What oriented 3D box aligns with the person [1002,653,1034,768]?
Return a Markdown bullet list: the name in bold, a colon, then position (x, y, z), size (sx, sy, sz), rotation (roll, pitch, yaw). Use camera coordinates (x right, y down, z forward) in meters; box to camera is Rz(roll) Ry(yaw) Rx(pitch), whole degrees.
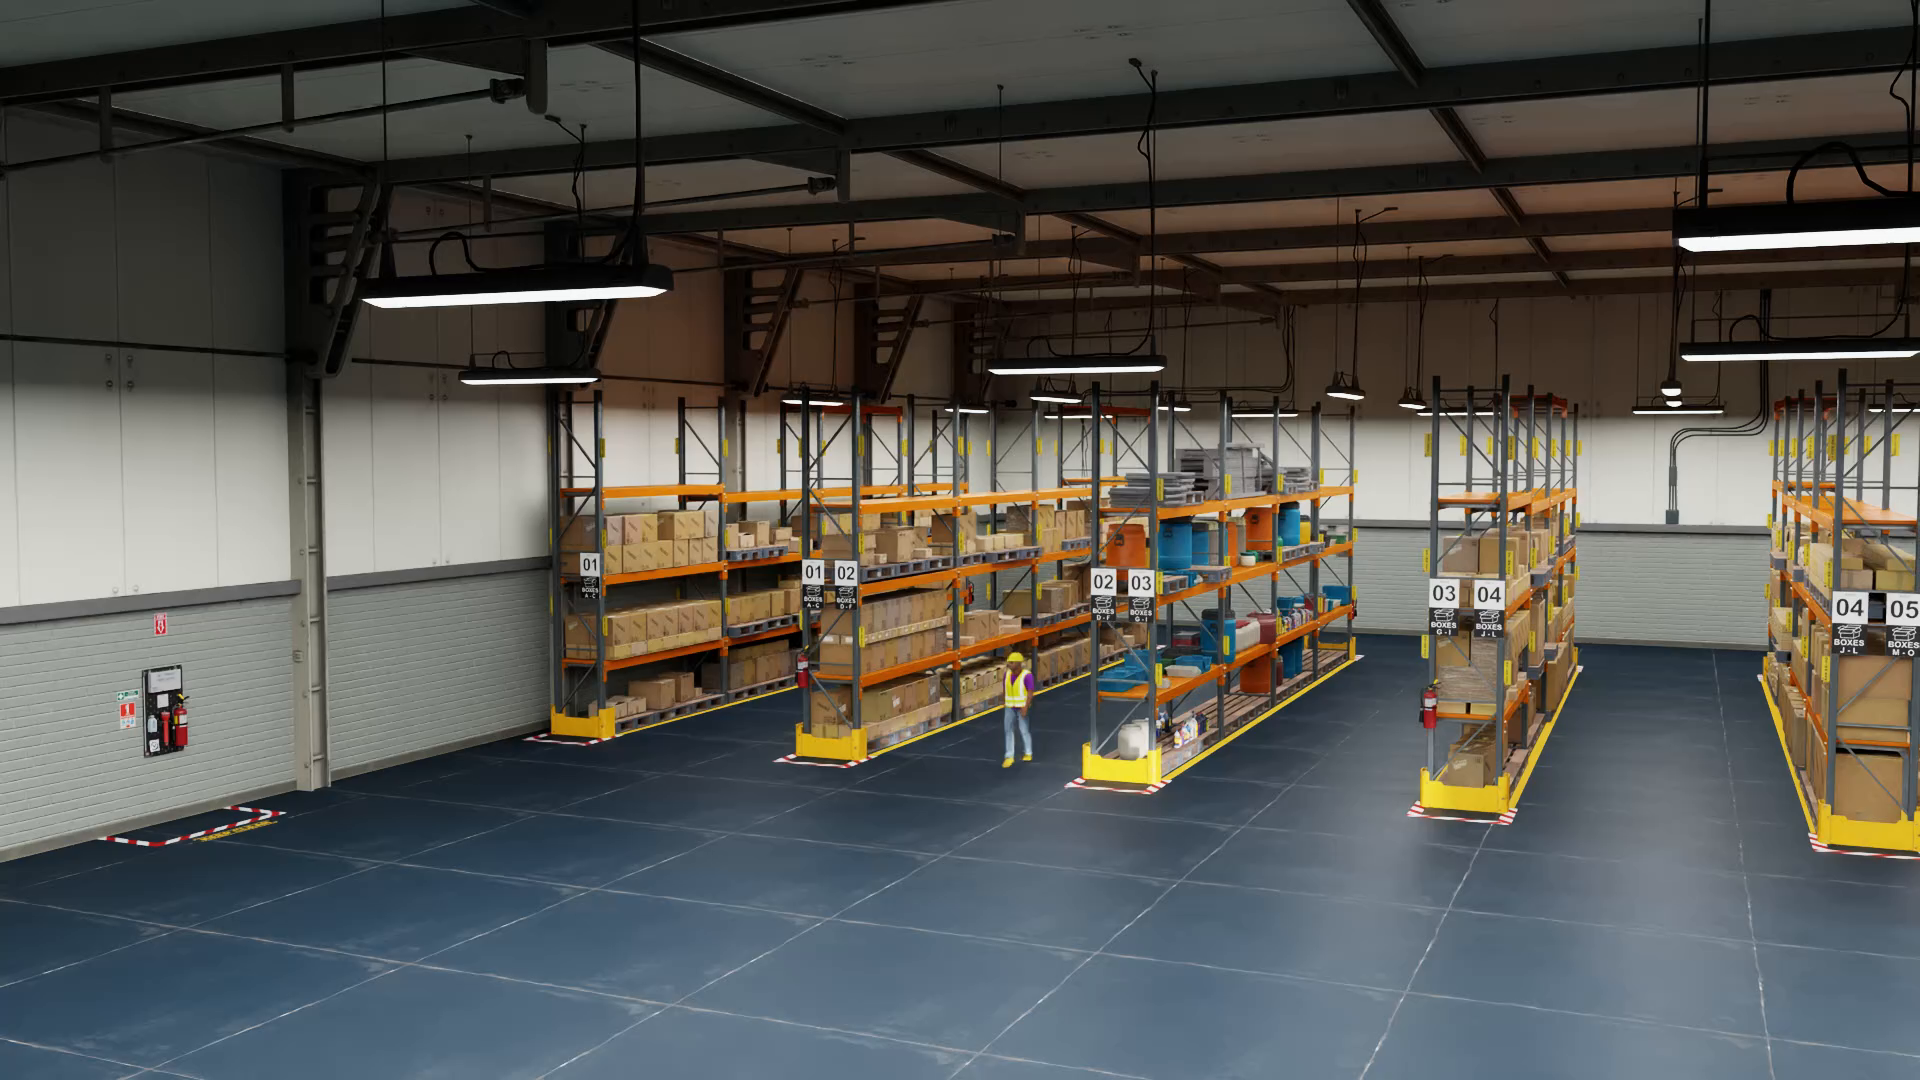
- **person**: position (0.888, 2.683, 26.340), size (0.595, 1.794, 0.774), rotation (2, 4, 28)
